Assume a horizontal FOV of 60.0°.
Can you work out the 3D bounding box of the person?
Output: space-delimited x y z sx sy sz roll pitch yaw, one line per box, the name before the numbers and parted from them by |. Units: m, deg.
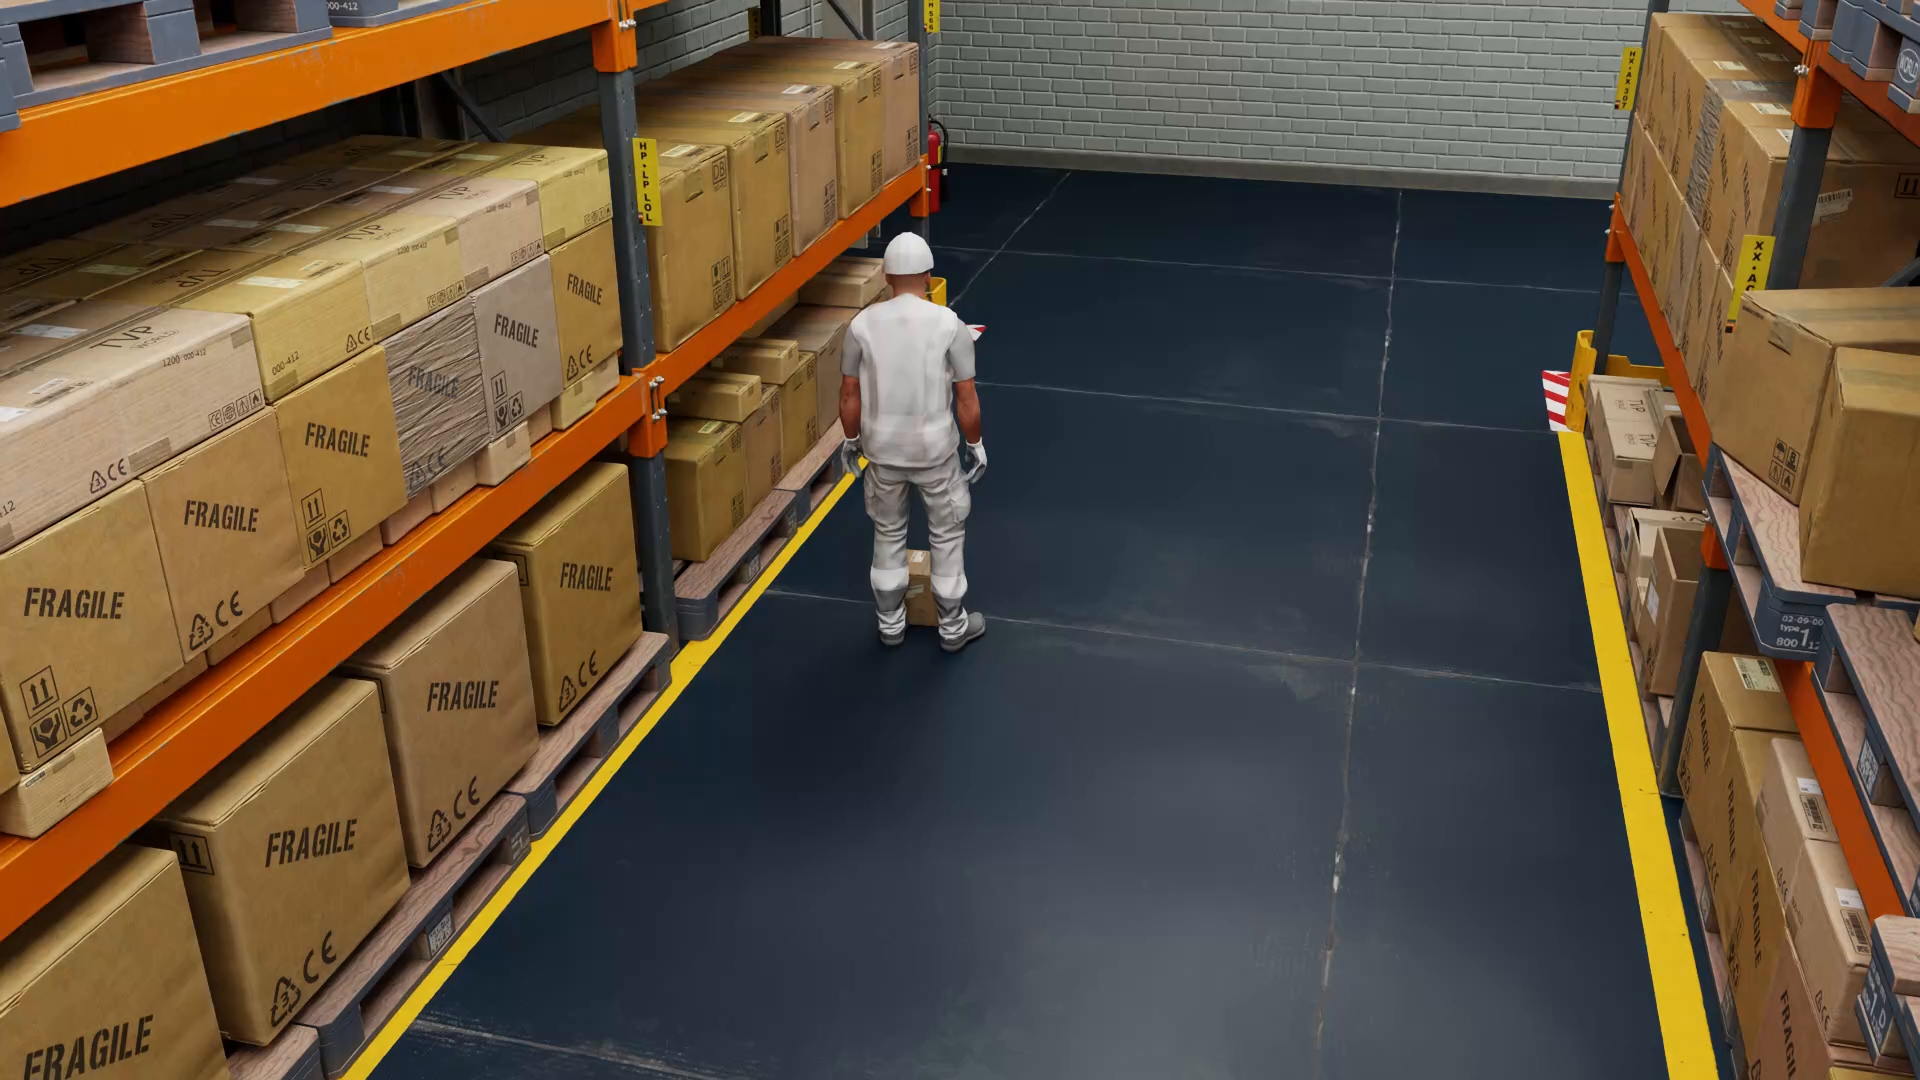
person | -0.195 -0.384 6.910 0.618 1.779 0.452 5 25 10
